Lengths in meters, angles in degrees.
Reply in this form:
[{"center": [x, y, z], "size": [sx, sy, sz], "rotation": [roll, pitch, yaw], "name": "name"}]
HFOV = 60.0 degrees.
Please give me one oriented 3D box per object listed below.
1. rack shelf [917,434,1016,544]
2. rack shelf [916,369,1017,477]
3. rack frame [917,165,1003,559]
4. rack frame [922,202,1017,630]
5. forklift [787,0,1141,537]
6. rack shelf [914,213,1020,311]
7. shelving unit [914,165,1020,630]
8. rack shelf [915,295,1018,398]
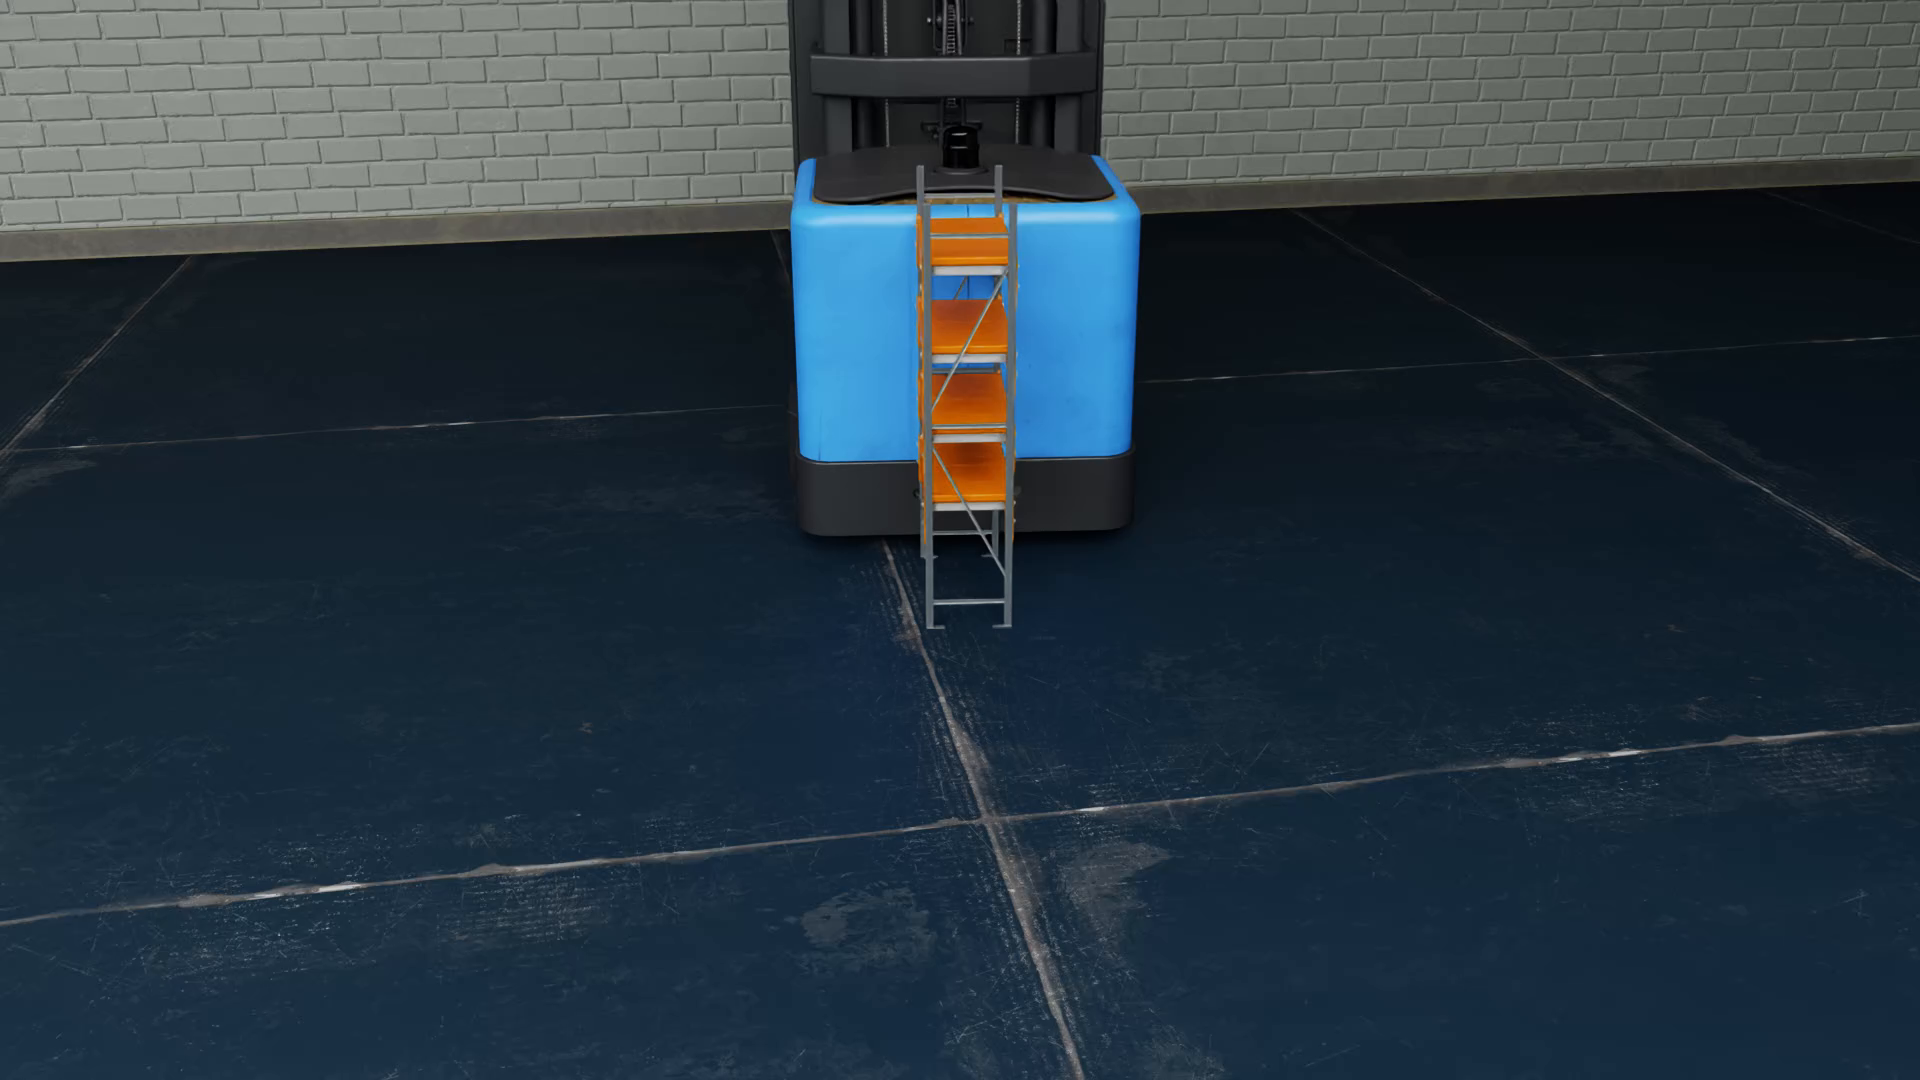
[{"center": [0.012, -0.155, 4.771], "size": [0.258, 0.148, 0.480], "rotation": [-1, 24, -3], "name": "rack shelf"}, {"center": [0.012, -0.337, 4.691], "size": [0.258, 0.148, 0.480], "rotation": [-1, 24, -3], "name": "rack shelf"}, {"center": [-0.001, -0.496, 4.888], "size": [0.240, 1.200, 0.015], "rotation": [-1, 24, -3], "name": "rack frame"}, {"center": [0.025, -0.301, 4.441], "size": [0.240, 1.200, 0.015], "rotation": [-1, 24, -3], "name": "rack frame"}, {"center": [-0.061, -1.902, 5.943], "size": [1.130, 2.935, 3.031], "rotation": [-1, 24, -3], "name": "forklift"}, {"center": [0.012, -0.759, 4.507], "size": [0.258, 0.148, 0.480], "rotation": [-1, 24, -3], "name": "rack shelf"}, {"center": [0.012, -0.399, 4.664], "size": [0.258, 1.200, 0.503], "rotation": [-1, 24, -3], "name": "shelving unit"}, {"center": [0.012, -0.542, 4.602], "size": [0.258, 0.148, 0.480], "rotation": [-1, 24, -3], "name": "rack shelf"}]
